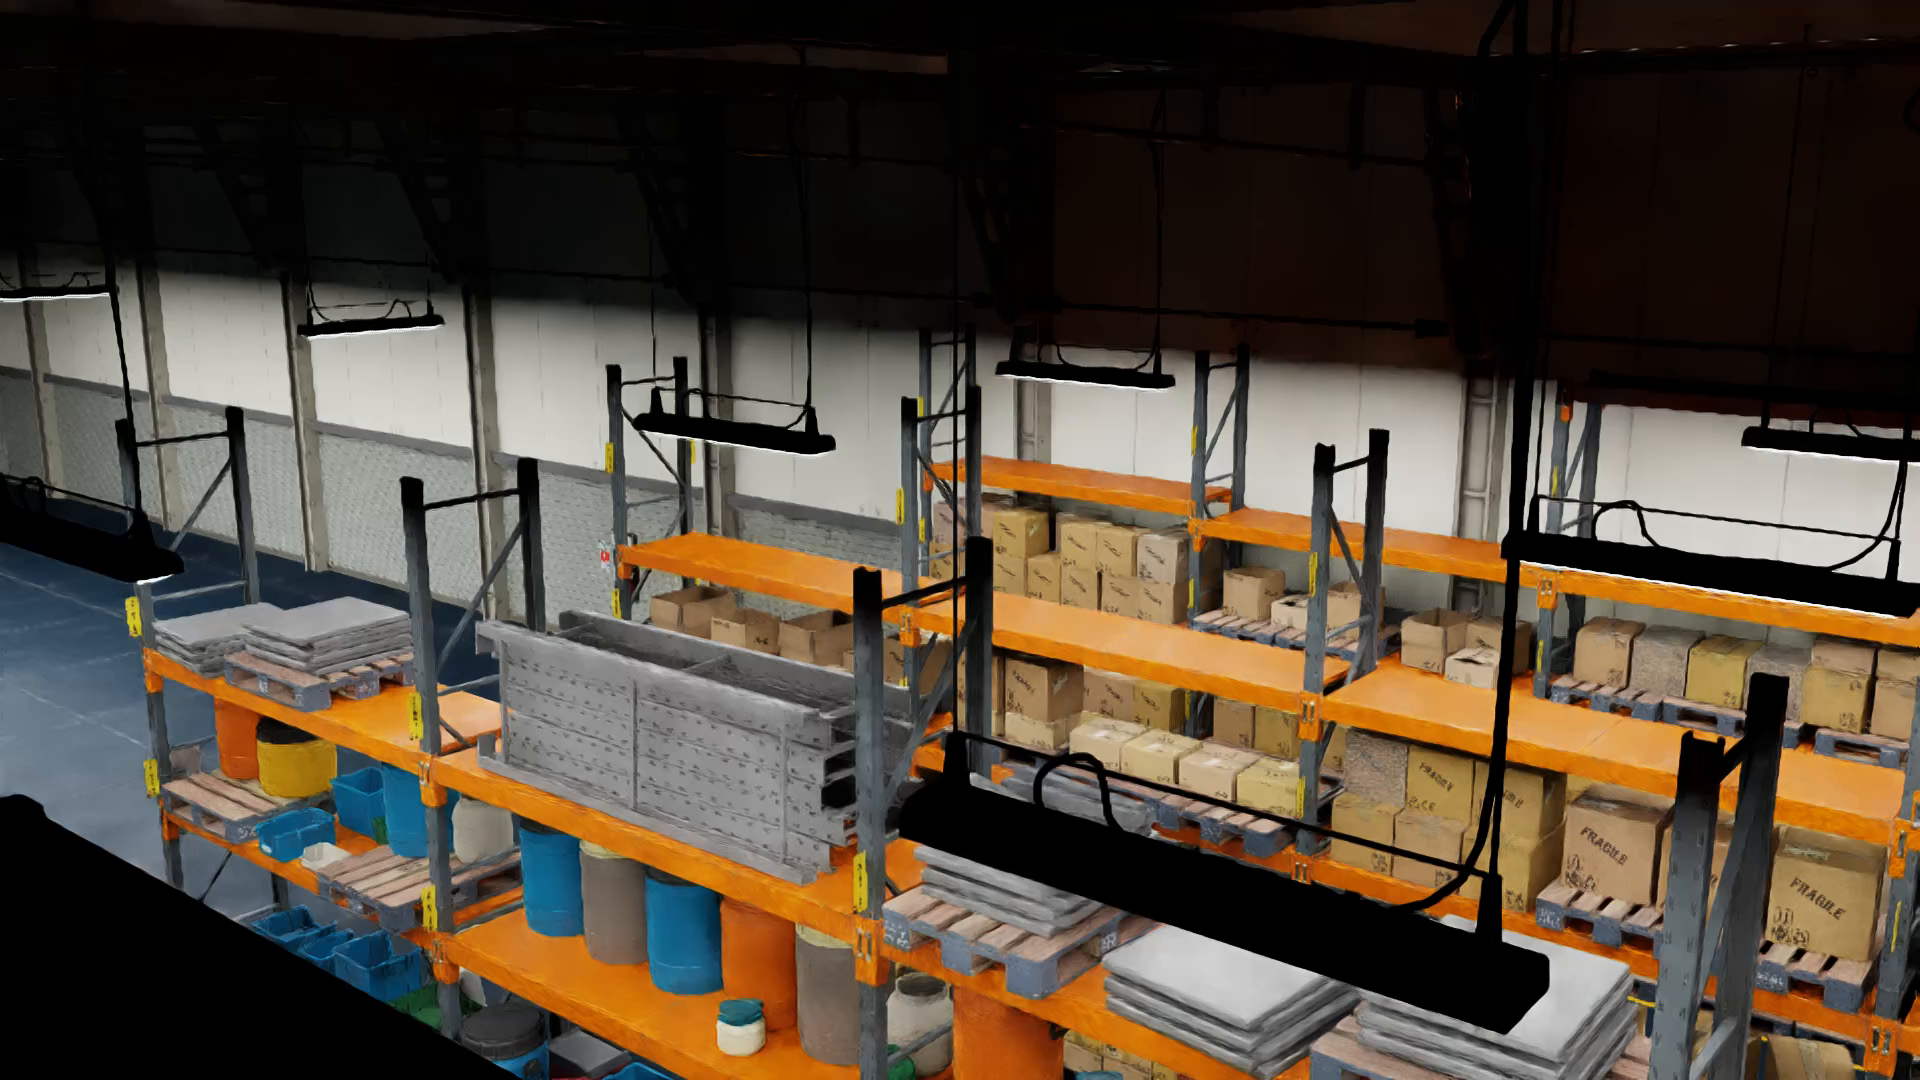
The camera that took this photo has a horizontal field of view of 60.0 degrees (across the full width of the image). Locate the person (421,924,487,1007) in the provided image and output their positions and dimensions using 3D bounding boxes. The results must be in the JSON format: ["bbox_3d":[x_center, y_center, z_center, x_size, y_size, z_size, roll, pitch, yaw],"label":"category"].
[{"bbox_3d":[-4.649,3.871,15.227,1.126,1.675,0.542,11,17,41],"label":"person"}]
